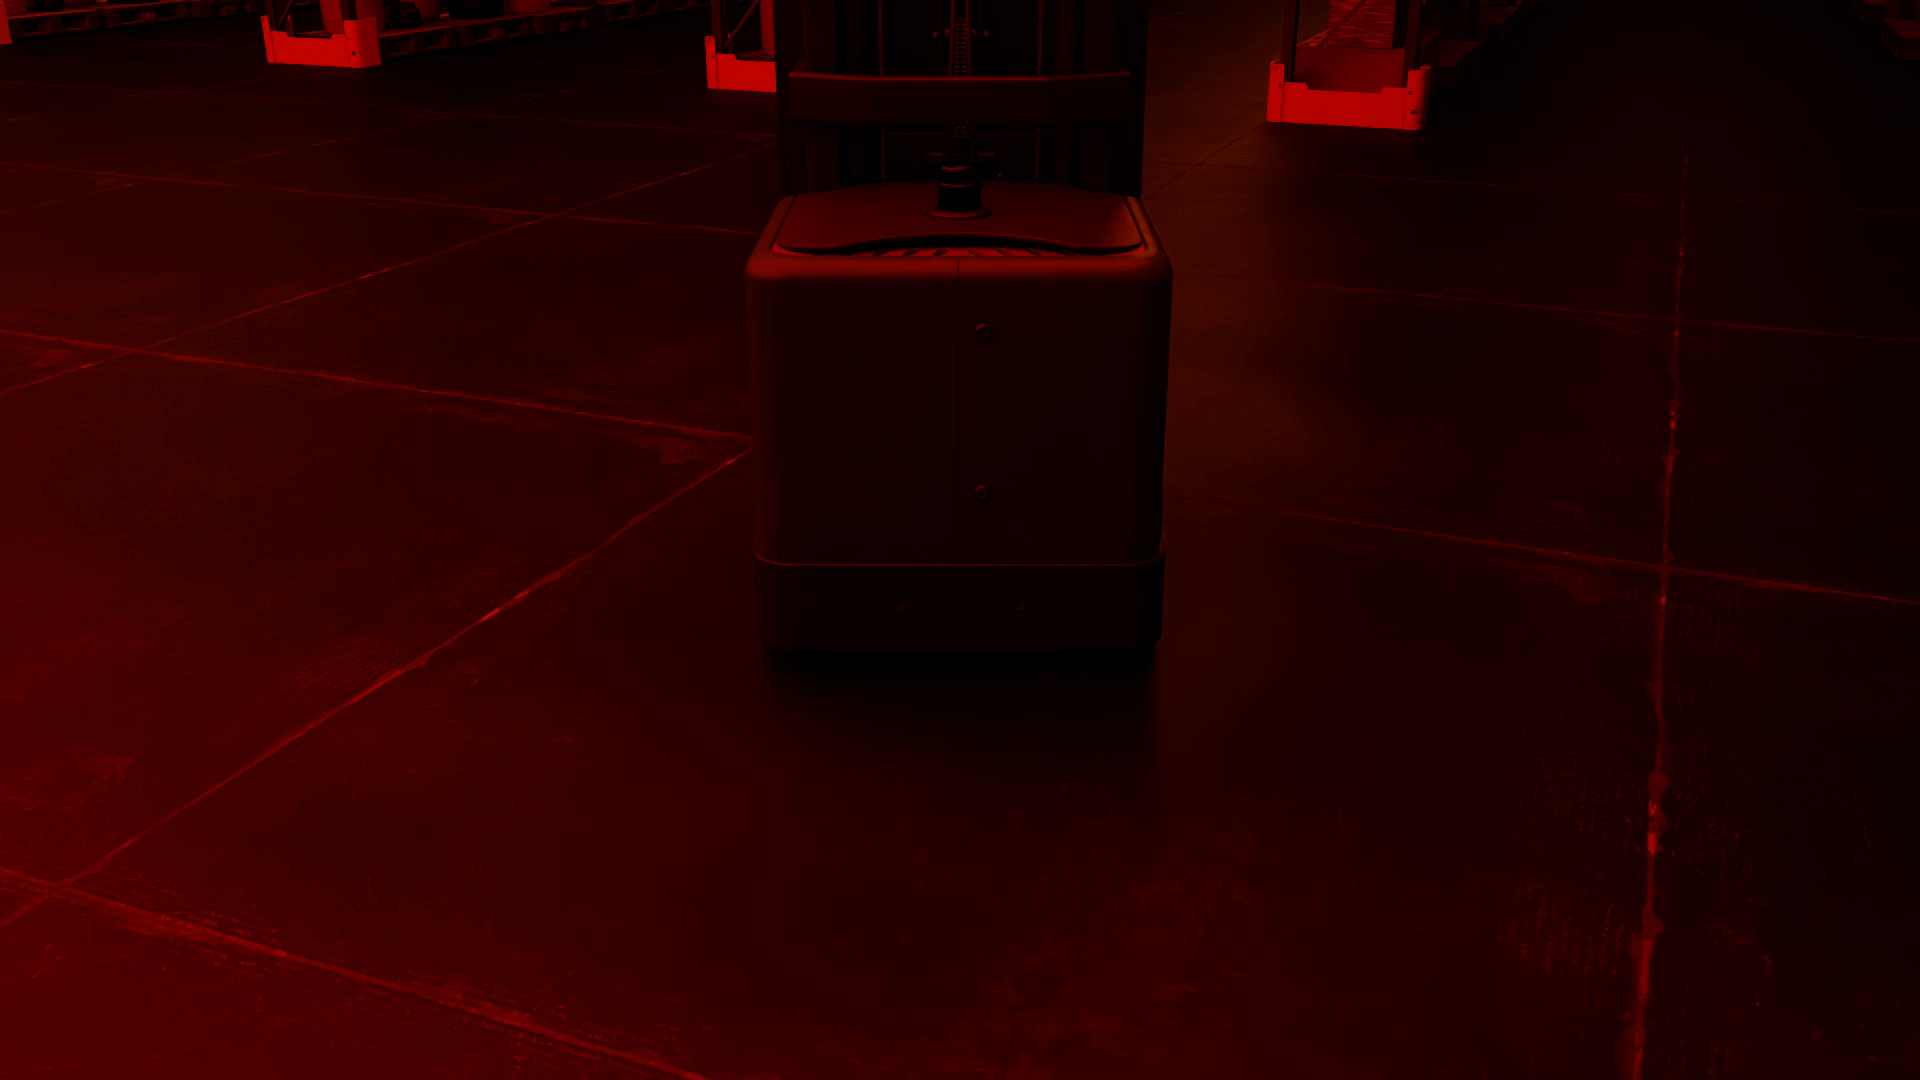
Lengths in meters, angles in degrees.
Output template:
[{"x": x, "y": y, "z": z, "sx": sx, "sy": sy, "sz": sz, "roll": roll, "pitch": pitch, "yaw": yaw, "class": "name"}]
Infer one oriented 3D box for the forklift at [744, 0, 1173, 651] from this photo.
[{"x": 0.002, "y": -1.587, "z": 5.089, "sx": 1.130, "sy": 2.935, "sz": 3.031, "roll": 0, "pitch": 23, "yaw": 0, "class": "forklift"}]
